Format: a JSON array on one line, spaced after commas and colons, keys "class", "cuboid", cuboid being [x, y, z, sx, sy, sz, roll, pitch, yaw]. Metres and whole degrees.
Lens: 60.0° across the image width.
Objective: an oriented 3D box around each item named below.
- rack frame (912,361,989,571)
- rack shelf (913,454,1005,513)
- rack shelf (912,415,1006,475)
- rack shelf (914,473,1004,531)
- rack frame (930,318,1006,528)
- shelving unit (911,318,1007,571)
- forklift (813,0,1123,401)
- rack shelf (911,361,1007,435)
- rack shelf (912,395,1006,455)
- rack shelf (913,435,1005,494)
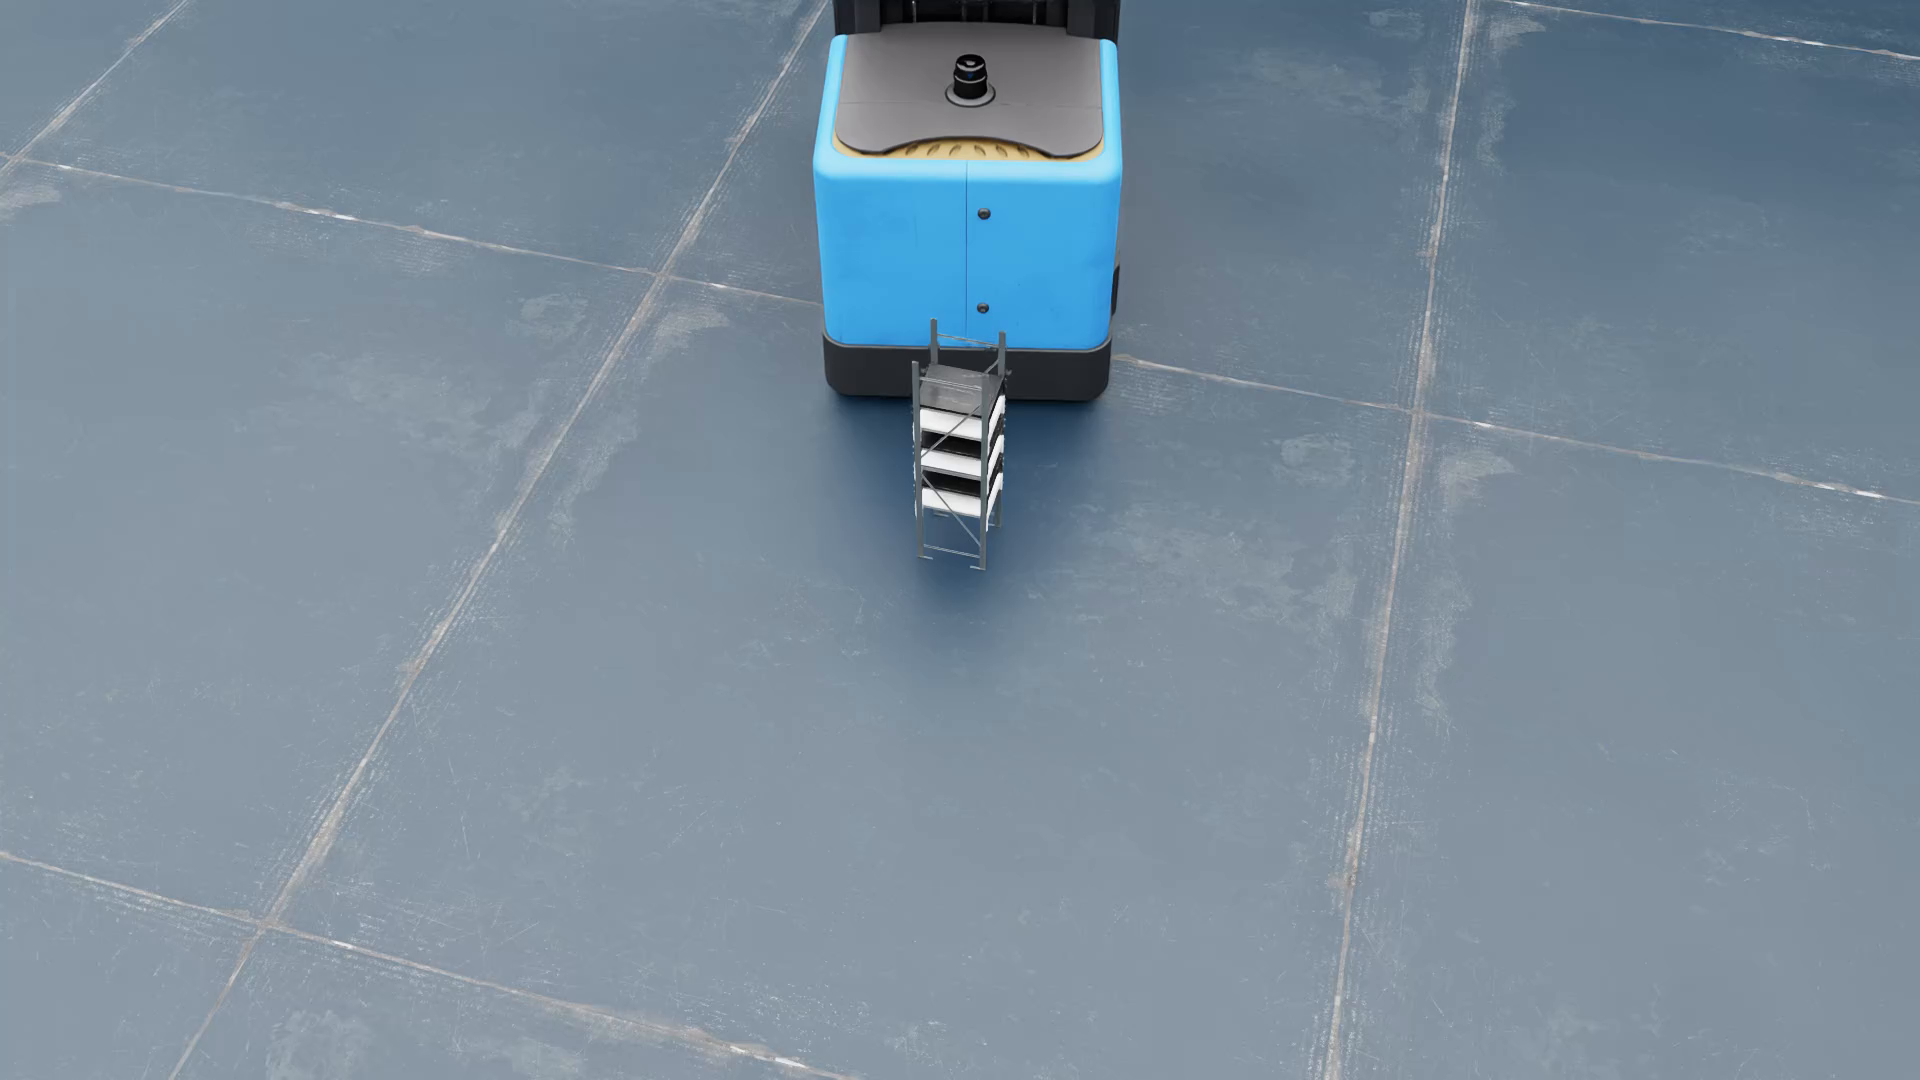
[{"class": "rack frame", "cuboid": [-0.029, -0.218, 5.343, 0.240, 0.900, 0.006, 12, 50, 10]}, {"class": "rack shelf", "cuboid": [-0.002, -0.210, 5.500, 0.258, 0.077, 0.200, 12, 50, 10]}, {"class": "rack shelf", "cuboid": [-0.002, -0.329, 5.365, 0.258, 0.077, 0.200, 12, 50, 10]}, {"class": "rack shelf", "cuboid": [-0.002, -0.151, 5.567, 0.258, 0.077, 0.200, 12, 50, 10]}, {"class": "rack frame", "cuboid": [0.025, -0.365, 5.472, 0.240, 0.900, 0.006, 12, 50, 10]}, {"class": "shelving unit", "cuboid": [-0.002, -0.292, 5.407, 0.258, 0.900, 0.210, 12, 50, 10]}, {"class": "forklift", "cuboid": [0.072, -2.579, 6.071, 1.130, 2.935, 3.031, 1, 49, 1]}, {"class": "rack shelf", "cuboid": [-0.002, -0.449, 5.230, 0.258, 0.077, 0.200, 12, 50, 10]}, {"class": "rack shelf", "cuboid": [-0.002, -0.389, 5.297, 0.258, 0.077, 0.200, 12, 50, 10]}, {"class": "rack shelf", "cuboid": [-0.002, -0.270, 5.432, 0.258, 0.077, 0.200, 12, 50, 10]}]
